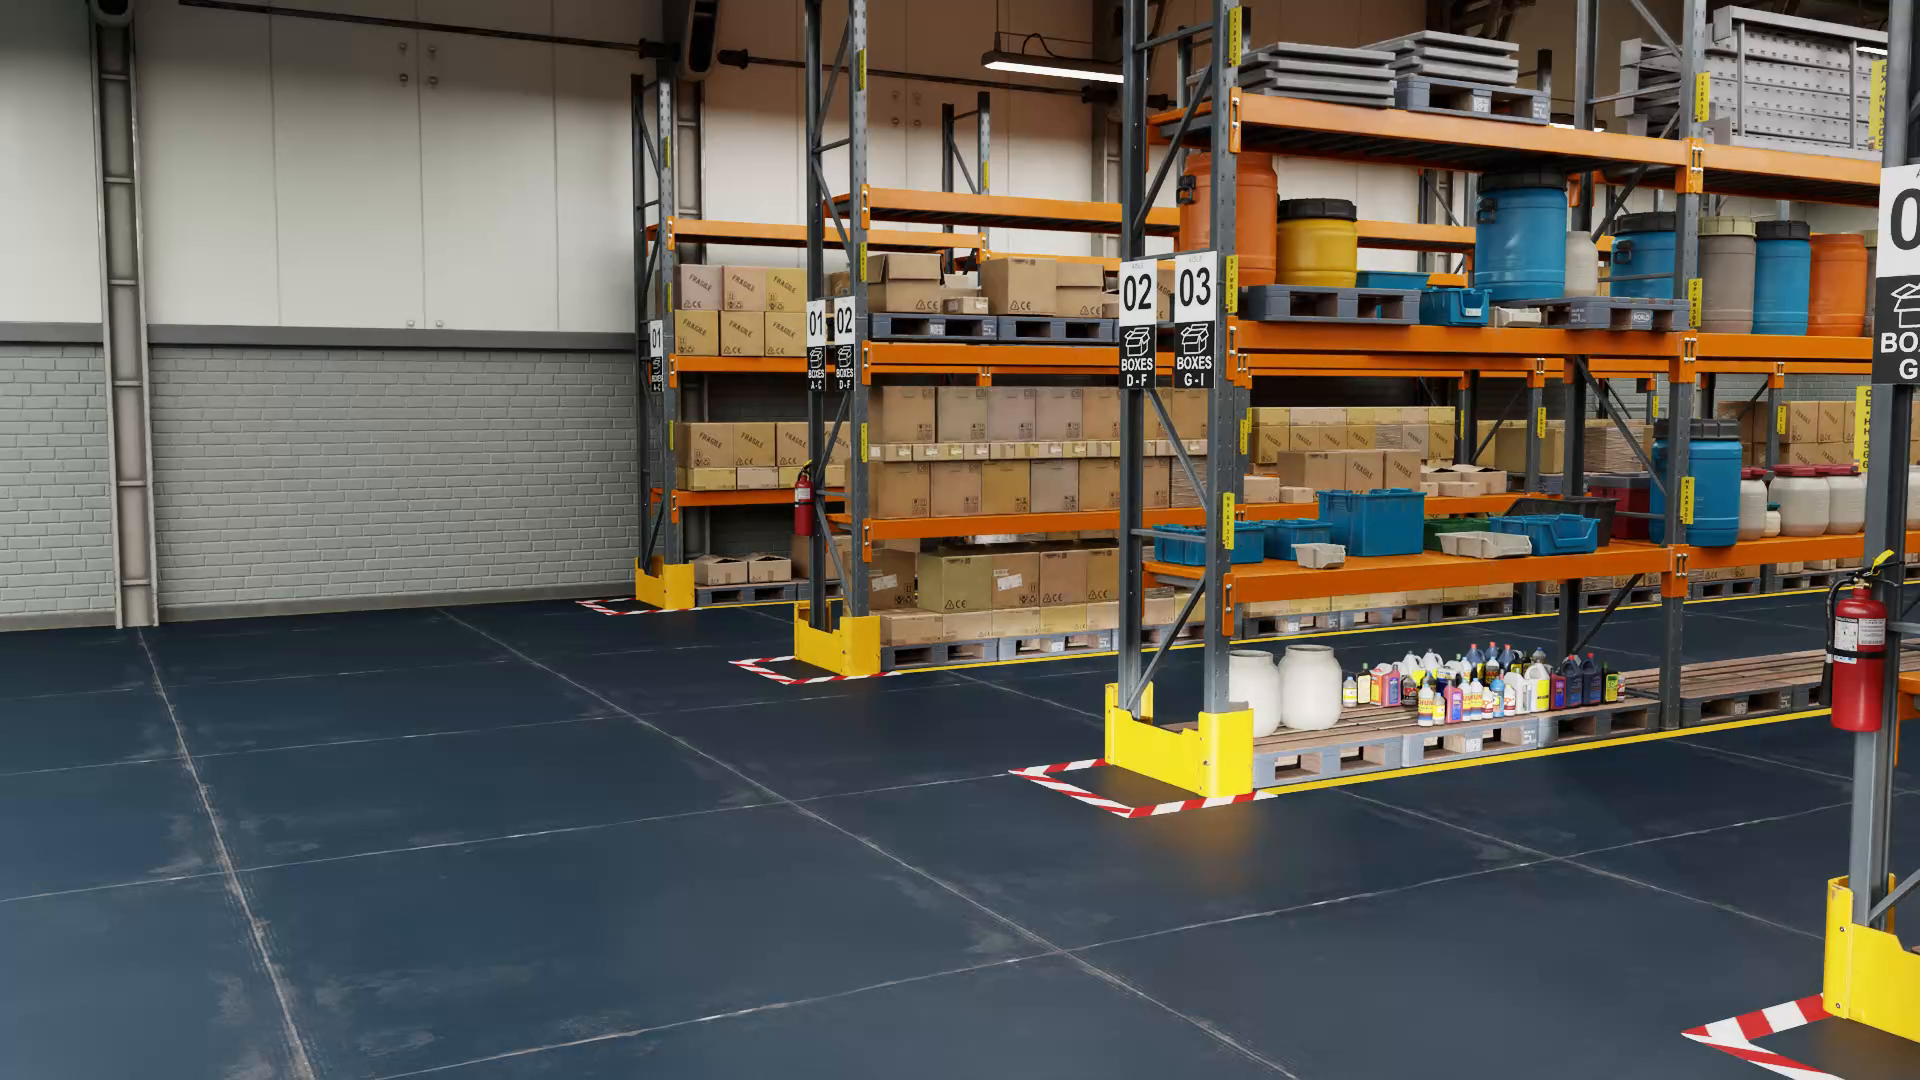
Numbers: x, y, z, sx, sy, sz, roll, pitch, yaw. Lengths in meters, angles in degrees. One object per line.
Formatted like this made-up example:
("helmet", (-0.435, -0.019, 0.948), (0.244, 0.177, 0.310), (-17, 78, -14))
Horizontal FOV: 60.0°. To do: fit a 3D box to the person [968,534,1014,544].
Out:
("person", (0.360, -0.127, 18.606), (0.615, 1.772, 0.452), (-3, 6, -31))
